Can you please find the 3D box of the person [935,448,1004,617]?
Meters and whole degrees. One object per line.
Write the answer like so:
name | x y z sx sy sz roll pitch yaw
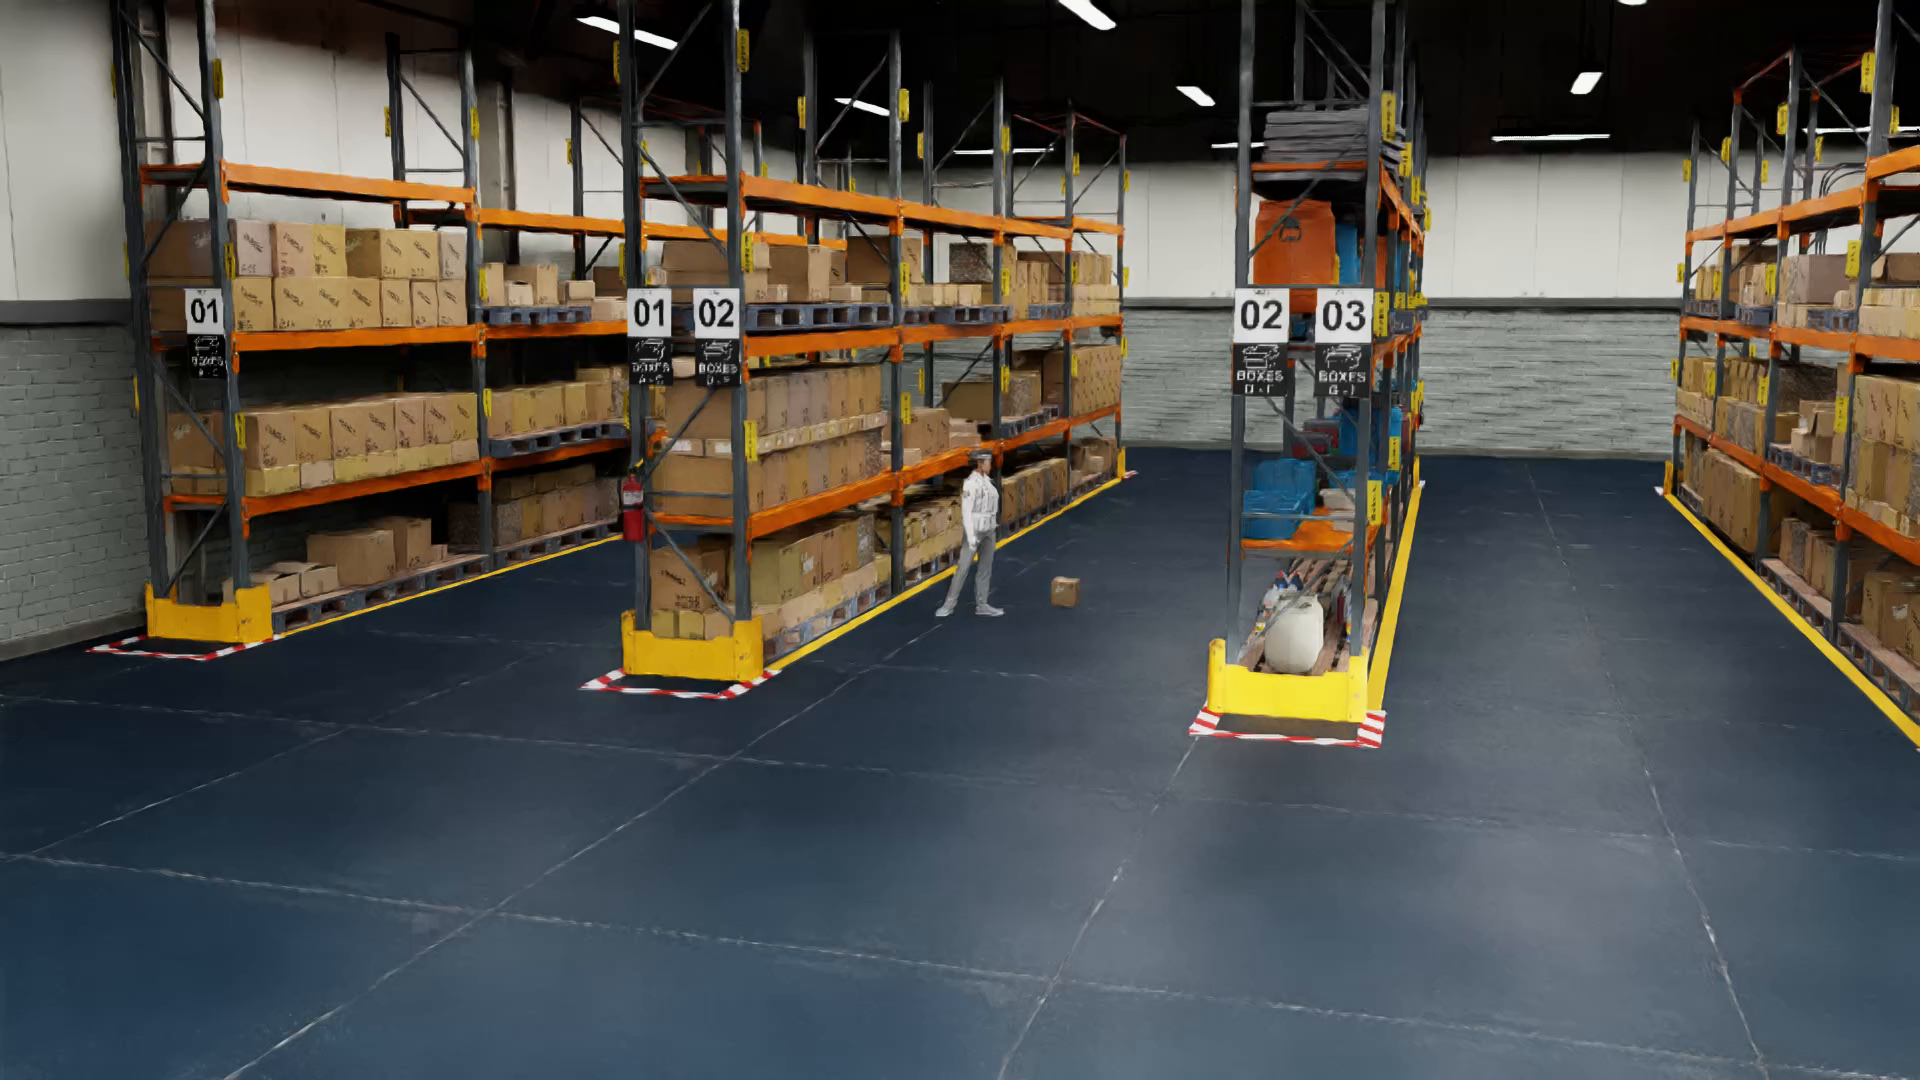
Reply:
person | 0.091 -0.068 16.268 0.473 1.669 0.643 6 10 34
